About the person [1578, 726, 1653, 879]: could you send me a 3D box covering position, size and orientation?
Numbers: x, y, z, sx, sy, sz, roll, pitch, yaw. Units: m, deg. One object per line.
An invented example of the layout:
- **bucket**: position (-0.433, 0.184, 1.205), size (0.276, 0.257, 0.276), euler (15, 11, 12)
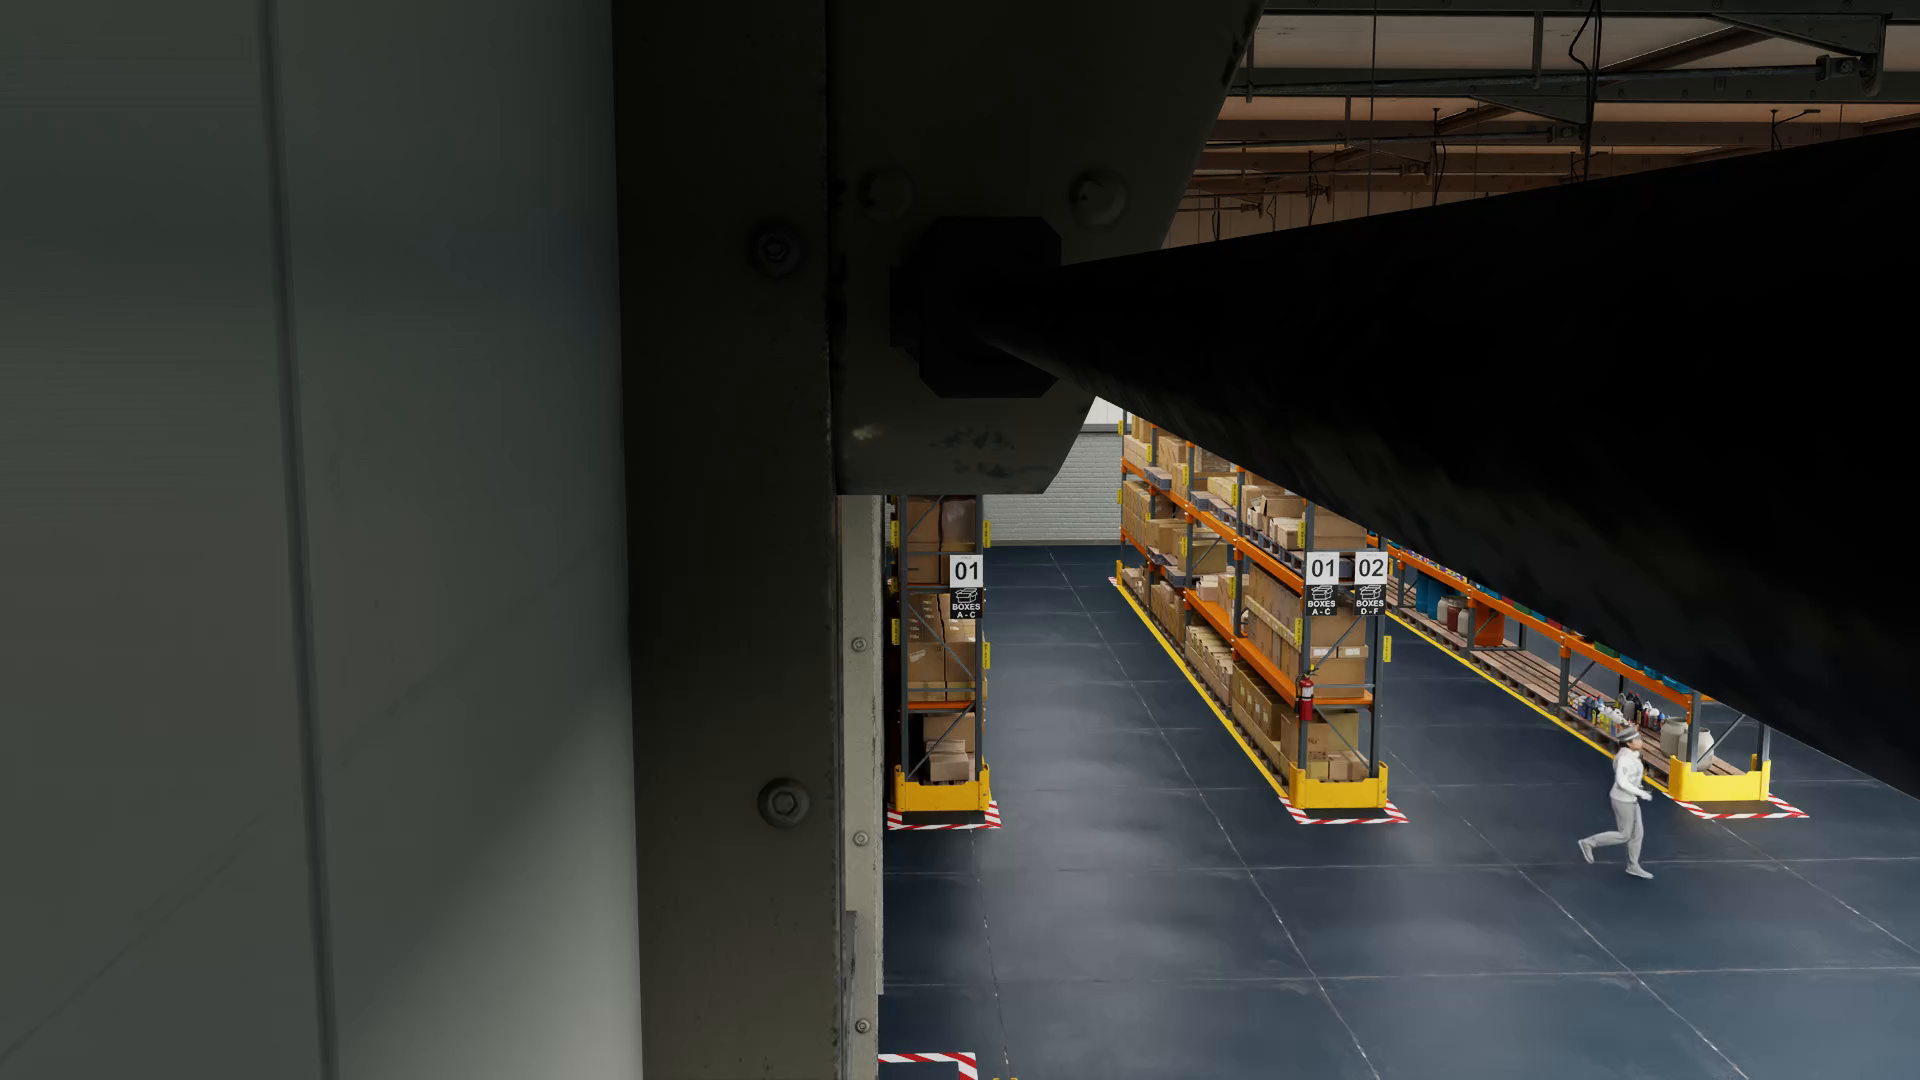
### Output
- **person**: position (7.230, 2.849, 18.232), size (0.781, 1.688, 0.624), euler (4, 9, 24)
